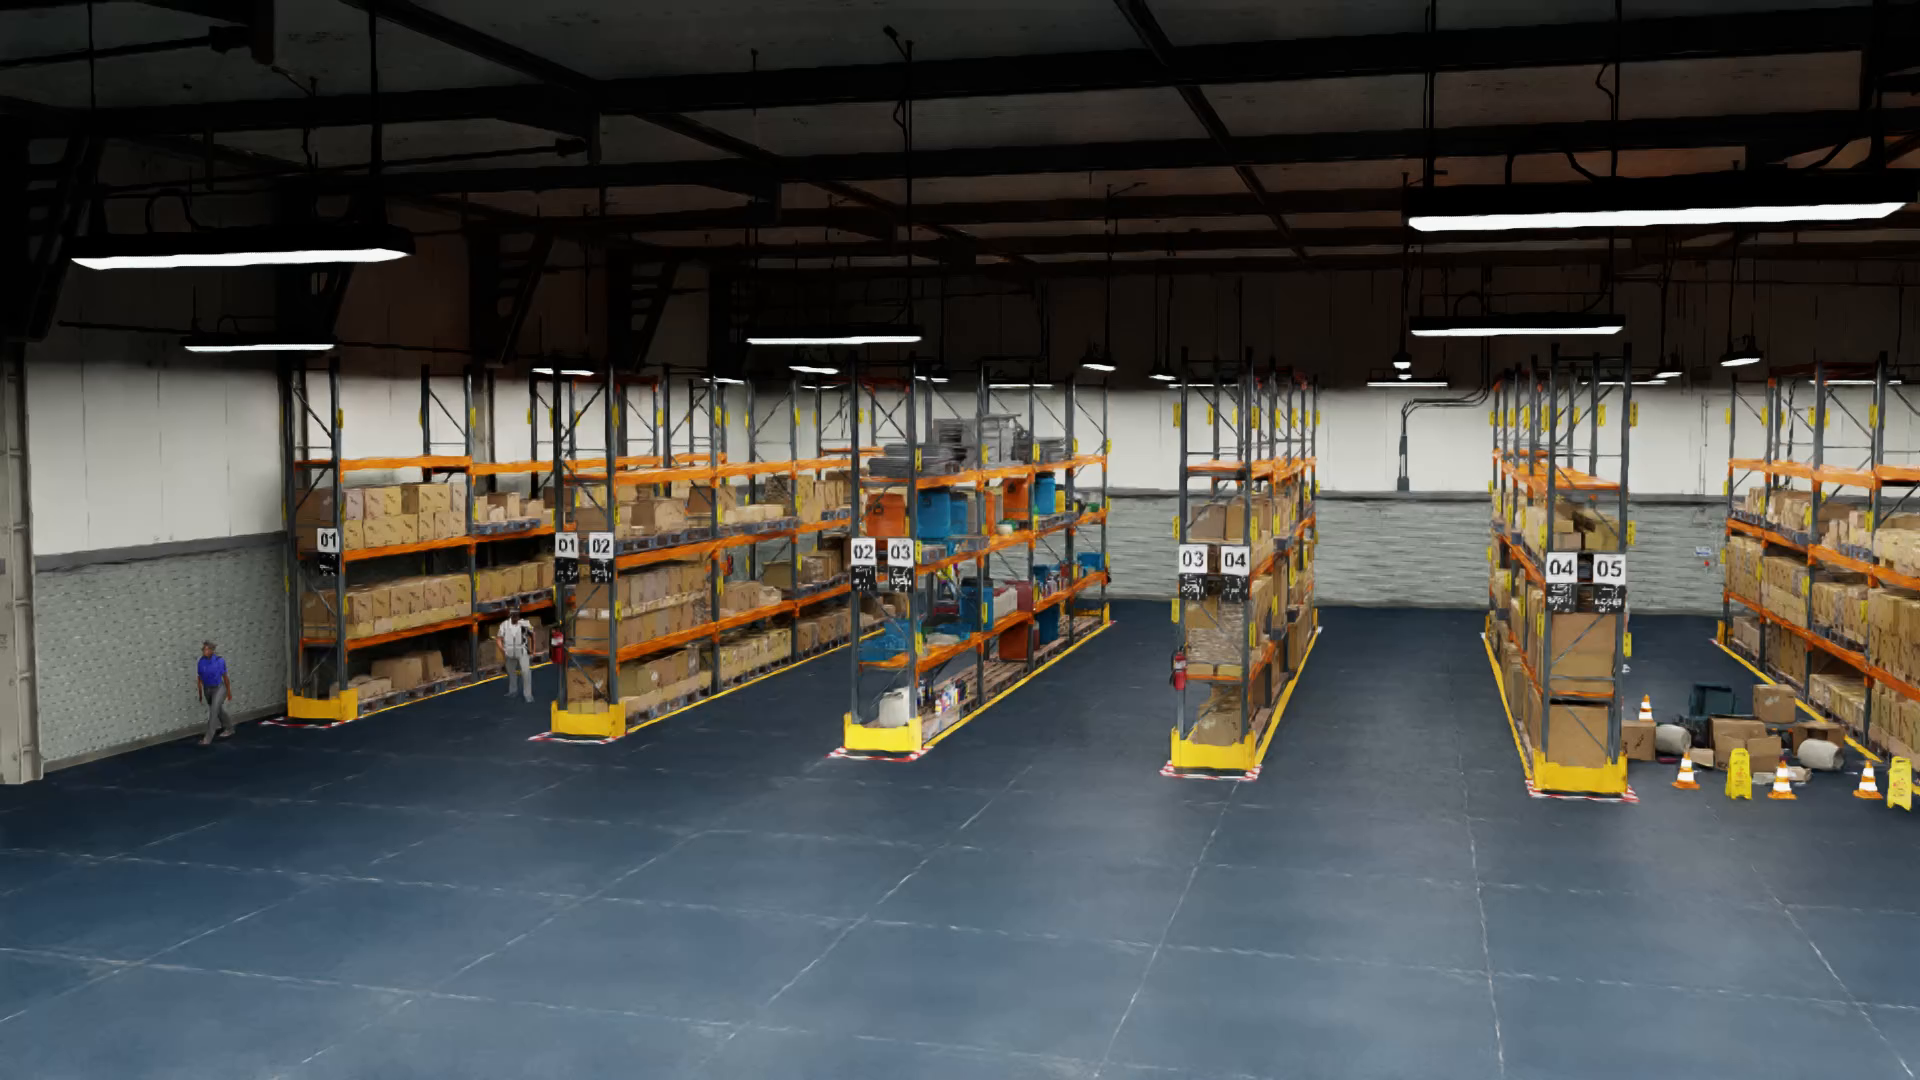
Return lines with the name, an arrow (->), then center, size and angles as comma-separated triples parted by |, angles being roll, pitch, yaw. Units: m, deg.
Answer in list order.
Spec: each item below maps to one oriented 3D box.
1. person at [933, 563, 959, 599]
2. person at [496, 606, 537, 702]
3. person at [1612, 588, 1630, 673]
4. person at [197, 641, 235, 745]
person -> -0.352, 1.022, 42.529 | 0.713, 1.698, 0.809 | 0, 4, -4
person -> -7.825, 1.987, 29.439 | 0.700, 1.690, 0.863 | 0, 4, -2
person -> 13.039, 1.801, 32.721 | 0.454, 1.572, 0.535 | 0, 4, -4
person -> -11.510, 2.326, 25.591 | 0.450, 1.558, 1.089 | 1, 4, 13
